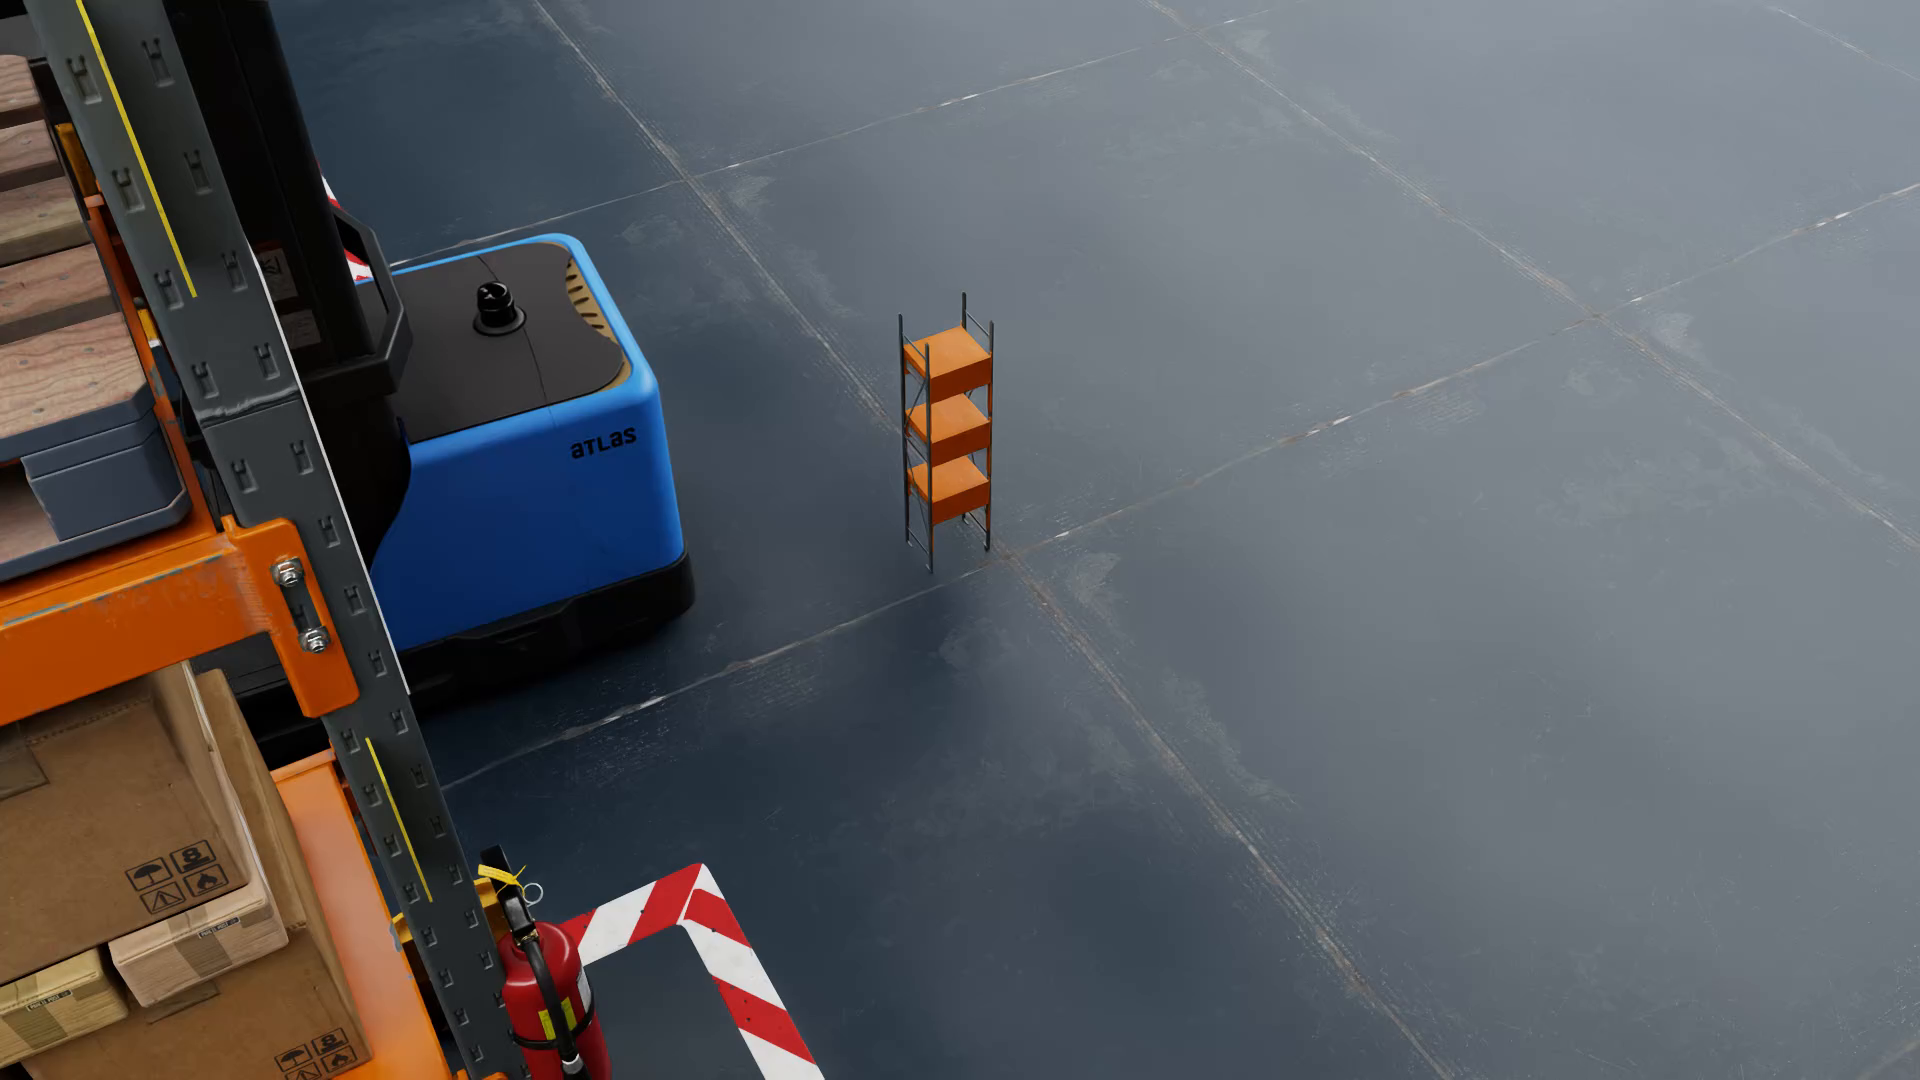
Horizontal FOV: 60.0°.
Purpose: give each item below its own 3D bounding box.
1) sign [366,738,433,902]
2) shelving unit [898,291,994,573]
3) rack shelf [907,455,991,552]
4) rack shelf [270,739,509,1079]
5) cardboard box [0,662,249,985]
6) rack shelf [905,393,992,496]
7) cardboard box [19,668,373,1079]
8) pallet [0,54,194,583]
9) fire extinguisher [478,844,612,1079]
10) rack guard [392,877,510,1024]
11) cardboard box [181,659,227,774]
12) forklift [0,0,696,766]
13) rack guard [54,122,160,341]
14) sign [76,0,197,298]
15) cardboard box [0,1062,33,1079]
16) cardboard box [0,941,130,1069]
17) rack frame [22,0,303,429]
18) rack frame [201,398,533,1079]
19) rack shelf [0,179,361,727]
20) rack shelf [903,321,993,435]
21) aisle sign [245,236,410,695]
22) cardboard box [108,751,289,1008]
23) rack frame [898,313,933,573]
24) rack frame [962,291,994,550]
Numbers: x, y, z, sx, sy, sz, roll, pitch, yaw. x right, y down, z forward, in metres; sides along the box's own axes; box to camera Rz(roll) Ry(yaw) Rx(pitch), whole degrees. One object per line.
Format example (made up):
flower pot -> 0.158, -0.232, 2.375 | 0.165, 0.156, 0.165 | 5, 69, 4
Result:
sign -> -0.888, 0.446, 2.635 | 0.005, 0.325, 0.100 | -22, 48, -21
shelving unit -> -0.046, -0.358, 5.865 | 0.252, 1.050, 0.215 | -22, 48, -21
rack shelf -> -0.046, -0.151, 6.066 | 0.240, 0.259, 0.215 | -22, 48, -21
rack shelf -> -2.880, 1.566, 2.999 | 4.000, 0.370, 1.077 | -22, 48, -21
cardboard box -> -1.603, 0.285, 2.799 | 0.500, 0.500, 0.700 | -22, 48, -21
rack shelf -> -0.046, -0.351, 5.873 | 0.240, 0.259, 0.215 | -22, 48, -21
cardboard box -> -1.557, 0.733, 3.270 | 0.500, 0.500, 0.700 | -22, 48, -21
pallet -> -1.772, -0.201, 2.213 | 1.213, 0.211, 1.003 | -22, 48, -21
fire extinguisher -> -0.812, 0.881, 3.244 | 0.183, 0.674, 0.296 | -22, 48, -21
rack guard -> -1.125, 1.503, 4.342 | 0.348, 0.500, 1.175 | -22, 48, -21
cardboard box -> -1.593, 0.352, 3.196 | 0.250, 0.149, 0.380 | -22, 48, -21
forklift -> -2.502, -0.635, 4.800 | 3.031, 2.935, 1.130 | -18, 47, -18
rack guard -> -3.653, -1.426, 7.361 | 0.348, 0.500, 1.175 | -22, 48, -21
sign -> -0.888, -0.419, 1.795 | 0.005, 0.325, 0.100 | -22, 48, -21
cardboard box -> -2.010, 0.918, 3.079 | 0.500, 0.500, 0.700 | -21, 48, -20
cardboard box -> -1.609, 0.685, 2.853 | 0.250, 0.149, 0.380 | -21, 48, -20
rack frame -> -1.146, -1.539, 1.374 | 0.127, 3.000, 1.000 | -22, 48, -21
rack frame -> -1.146, 0.614, 3.463 | 0.127, 3.000, 1.000 | -22, 48, -21
rack shelf -> -2.880, 0.490, 1.954 | 4.000, 0.370, 1.077 | -22, 48, -21
rack shelf -> -0.046, -0.554, 5.675 | 0.240, 0.259, 0.215 | -22, 48, -21
aisle sign -> -0.943, -0.164, 2.399 | 0.004, 0.787, 0.394 | -22, 48, -21
cardboard box -> -1.382, 0.593, 2.947 | 0.250, 0.149, 0.380 | -23, 49, -22
rack frame -> -0.152, -0.316, 5.822 | 0.008, 1.050, 0.200 | -22, 48, -21
rack frame -> 0.059, -0.401, 5.909 | 0.008, 1.050, 0.200 | -22, 48, -21
